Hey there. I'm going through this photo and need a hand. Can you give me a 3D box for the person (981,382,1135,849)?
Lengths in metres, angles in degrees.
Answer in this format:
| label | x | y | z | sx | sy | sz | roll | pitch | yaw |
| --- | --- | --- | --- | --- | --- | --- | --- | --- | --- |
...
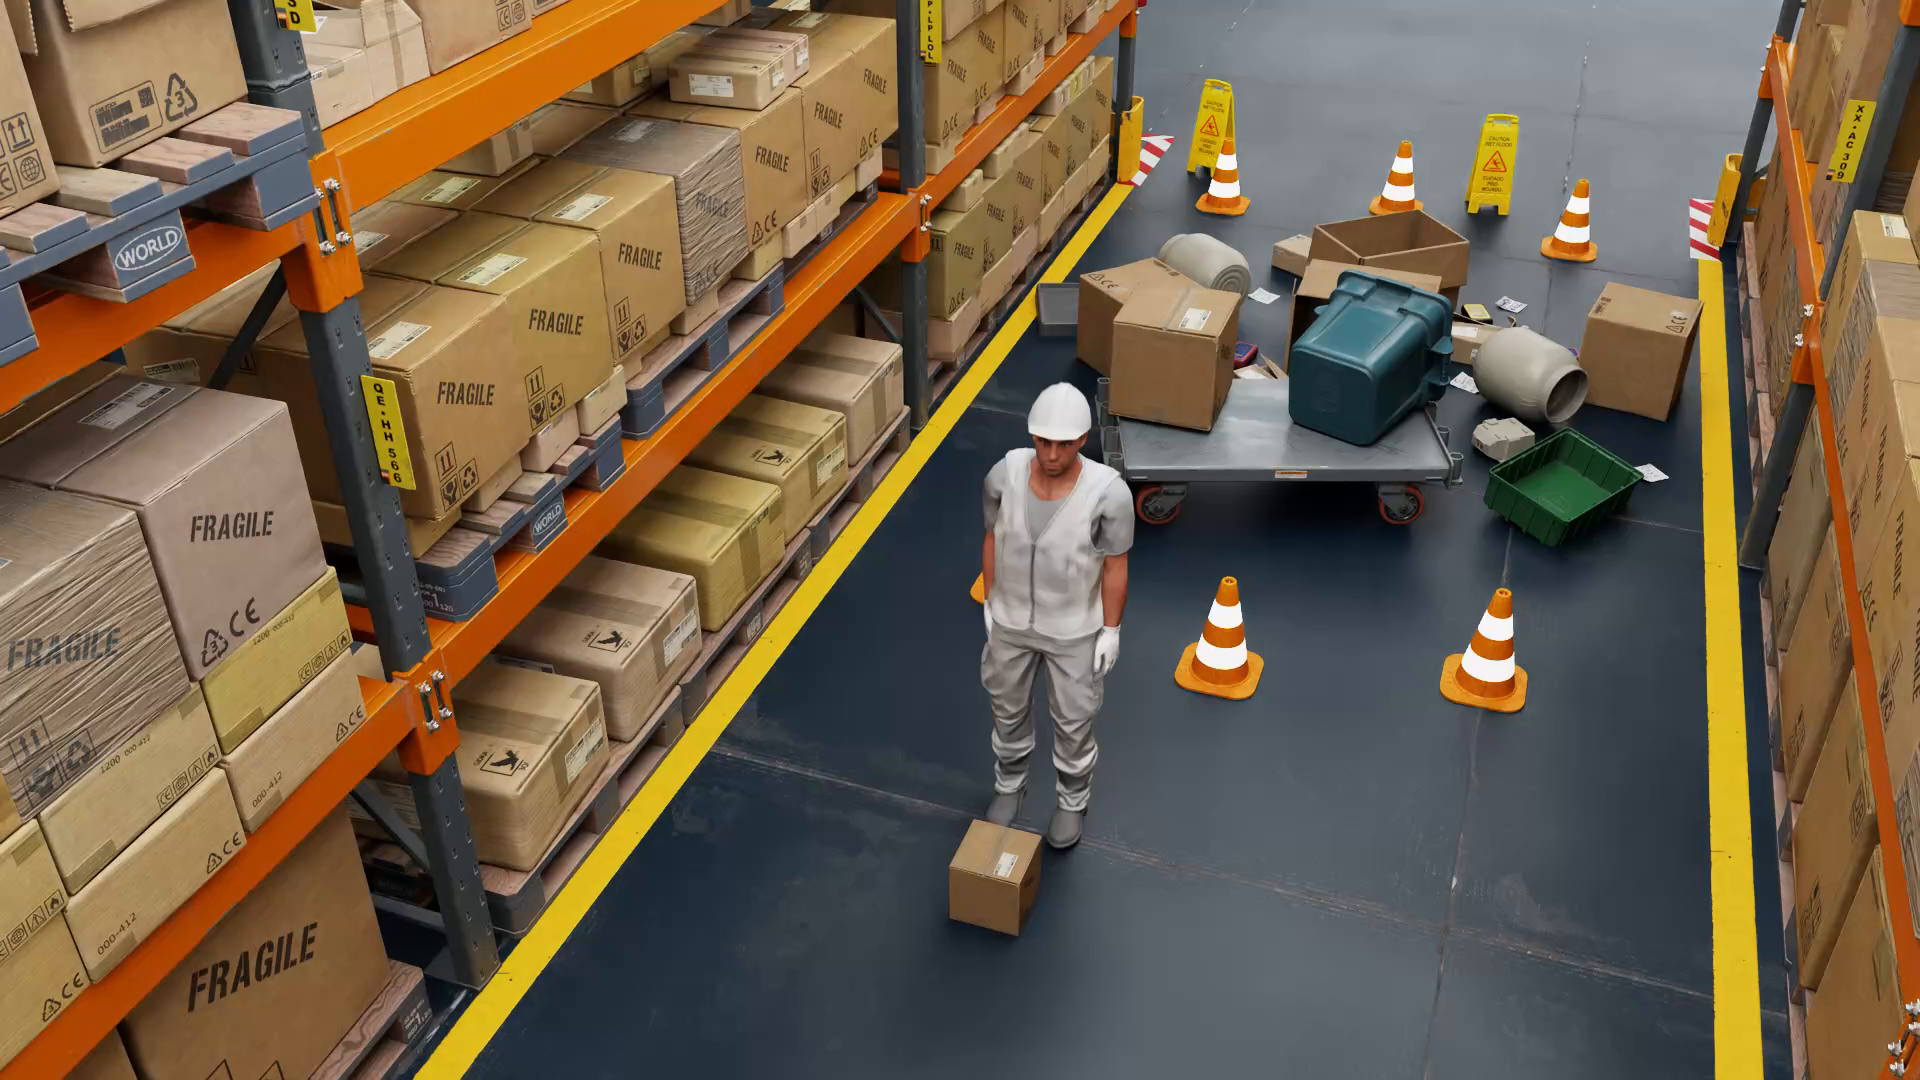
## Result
| label | x | y | z | sx | sy | sz | roll | pitch | yaw |
| --- | --- | --- | --- | --- | --- | --- | --- | --- | --- |
| person | 0.306 | 0.284 | 5.696 | 0.524 | 1.800 | 0.341 | 12 | 35 | 18 |
